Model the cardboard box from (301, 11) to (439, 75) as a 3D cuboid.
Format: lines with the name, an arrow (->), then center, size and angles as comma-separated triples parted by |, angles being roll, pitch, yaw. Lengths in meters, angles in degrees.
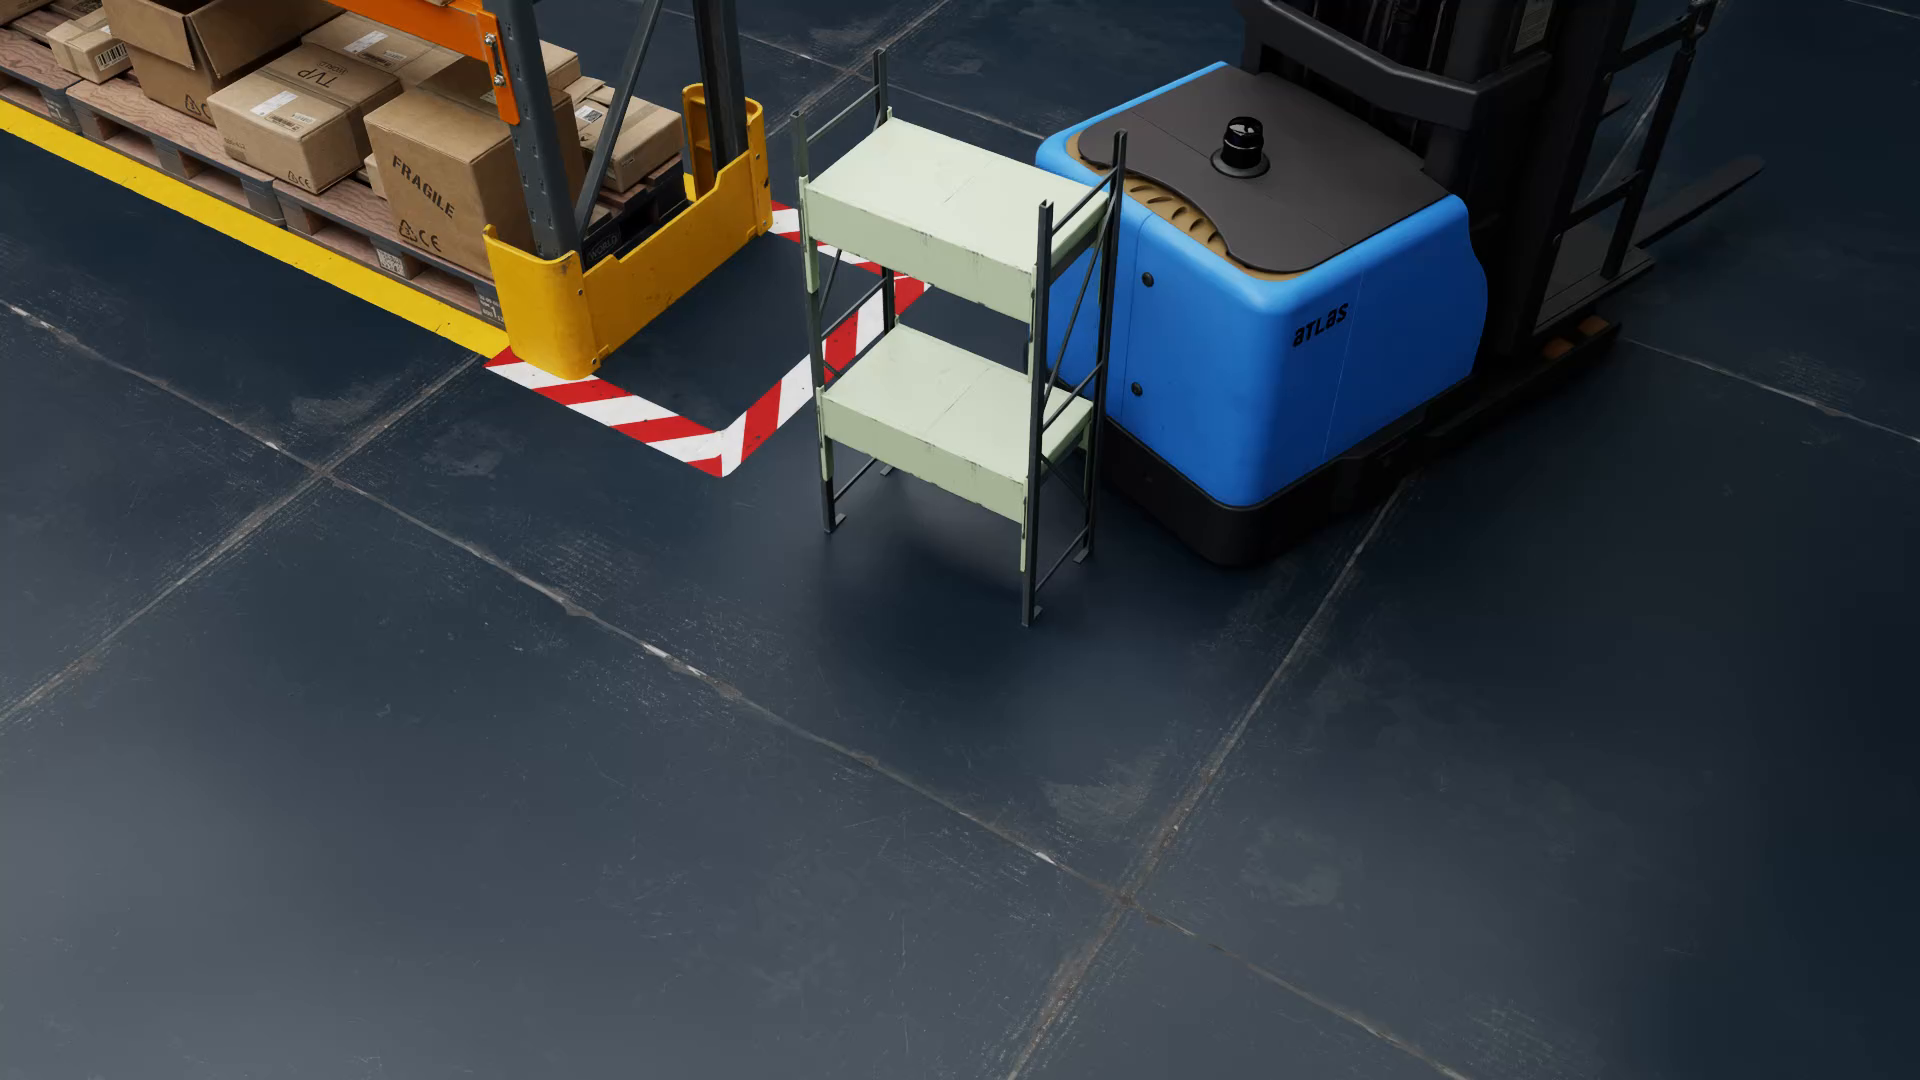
cardboard box -> -2.241, -1.936, 6.650 | 0.500, 0.250, 0.500 | 25, 51, 22

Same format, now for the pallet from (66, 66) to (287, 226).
pallet -> -2.853, -1.810, 6.862 | 1.213, 0.211, 1.003 | 25, 51, 22

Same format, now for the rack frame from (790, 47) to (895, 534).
rack frame -> -0.314, -0.667, 4.852 | 0.023, 1.500, 0.400 | 25, 51, 22

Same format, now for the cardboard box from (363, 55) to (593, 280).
cardboard box -> -1.685, -1.316, 5.873 | 0.500, 0.500, 0.500 | 25, 51, 22

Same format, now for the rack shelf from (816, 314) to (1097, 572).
rack shelf -> -0.006, -0.298, 4.948 | 0.720, 0.370, 0.431 | 25, 51, 22

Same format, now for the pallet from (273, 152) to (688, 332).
pallet -> -1.830, -1.337, 6.403 | 1.213, 0.211, 1.003 | 25, 51, 22

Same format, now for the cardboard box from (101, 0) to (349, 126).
cardboard box -> -2.878, -2.079, 6.613 | 0.637, 0.503, 0.797 | 25, 51, 22

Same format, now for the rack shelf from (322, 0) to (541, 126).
rack shelf -> -2.778, -2.495, 6.085 | 4.000, 0.370, 1.077 | 25, 51, 22

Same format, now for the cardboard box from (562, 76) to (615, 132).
cardboard box -> -1.472, -1.604, 6.386 | 0.250, 0.166, 0.380 | 25, 51, 22

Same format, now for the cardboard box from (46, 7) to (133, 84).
cardboard box -> -3.492, -2.064, 6.833 | 0.250, 0.166, 0.380 | 25, 51, 22

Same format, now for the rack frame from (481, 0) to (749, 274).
rack frame -> -1.095, -1.972, 5.074 | 0.127, 3.000, 1.000 | 25, 51, 22

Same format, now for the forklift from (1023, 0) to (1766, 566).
forklift -> 1.680, -1.826, 4.981 | 3.031, 2.935, 1.130 | -29, 53, -26

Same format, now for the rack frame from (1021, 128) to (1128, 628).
rack frame -> 0.302, -0.384, 4.577 | 0.023, 1.500, 0.400 | 25, 51, 22

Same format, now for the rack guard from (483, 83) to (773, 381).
rack guard -> -1.159, -1.130, 6.000 | 0.348, 0.500, 1.175 | 25, 51, 22

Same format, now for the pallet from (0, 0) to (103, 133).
pallet -> -3.884, -2.282, 7.321 | 1.213, 0.211, 1.003 | 25, 51, 22

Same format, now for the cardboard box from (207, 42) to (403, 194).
cardboard box -> -2.469, -1.615, 6.338 | 0.500, 0.250, 0.500 | 25, 51, 22

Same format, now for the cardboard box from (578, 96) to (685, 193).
cardboard box -> -1.262, -1.501, 6.298 | 0.250, 0.149, 0.380 | 25, 51, 22

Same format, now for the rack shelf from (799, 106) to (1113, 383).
rack shelf -> -0.006, -0.797, 4.435 | 0.720, 0.370, 0.431 | 25, 51, 22

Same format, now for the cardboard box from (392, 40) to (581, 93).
cardboard box -> -1.820, -1.742, 6.462 | 0.500, 0.250, 0.500 | 25, 51, 22

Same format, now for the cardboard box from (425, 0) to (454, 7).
cardboard box -> -1.619, -2.016, 5.047 | 0.500, 0.500, 0.500 | 26, 51, 23

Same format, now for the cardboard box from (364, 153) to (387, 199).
cardboard box -> -1.978, -1.411, 6.198 | 0.250, 0.166, 0.380 | 25, 51, 22

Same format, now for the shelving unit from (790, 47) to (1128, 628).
shelving unit -> -0.006, -0.525, 4.715 | 0.755, 1.500, 0.431 | 25, 51, 22
